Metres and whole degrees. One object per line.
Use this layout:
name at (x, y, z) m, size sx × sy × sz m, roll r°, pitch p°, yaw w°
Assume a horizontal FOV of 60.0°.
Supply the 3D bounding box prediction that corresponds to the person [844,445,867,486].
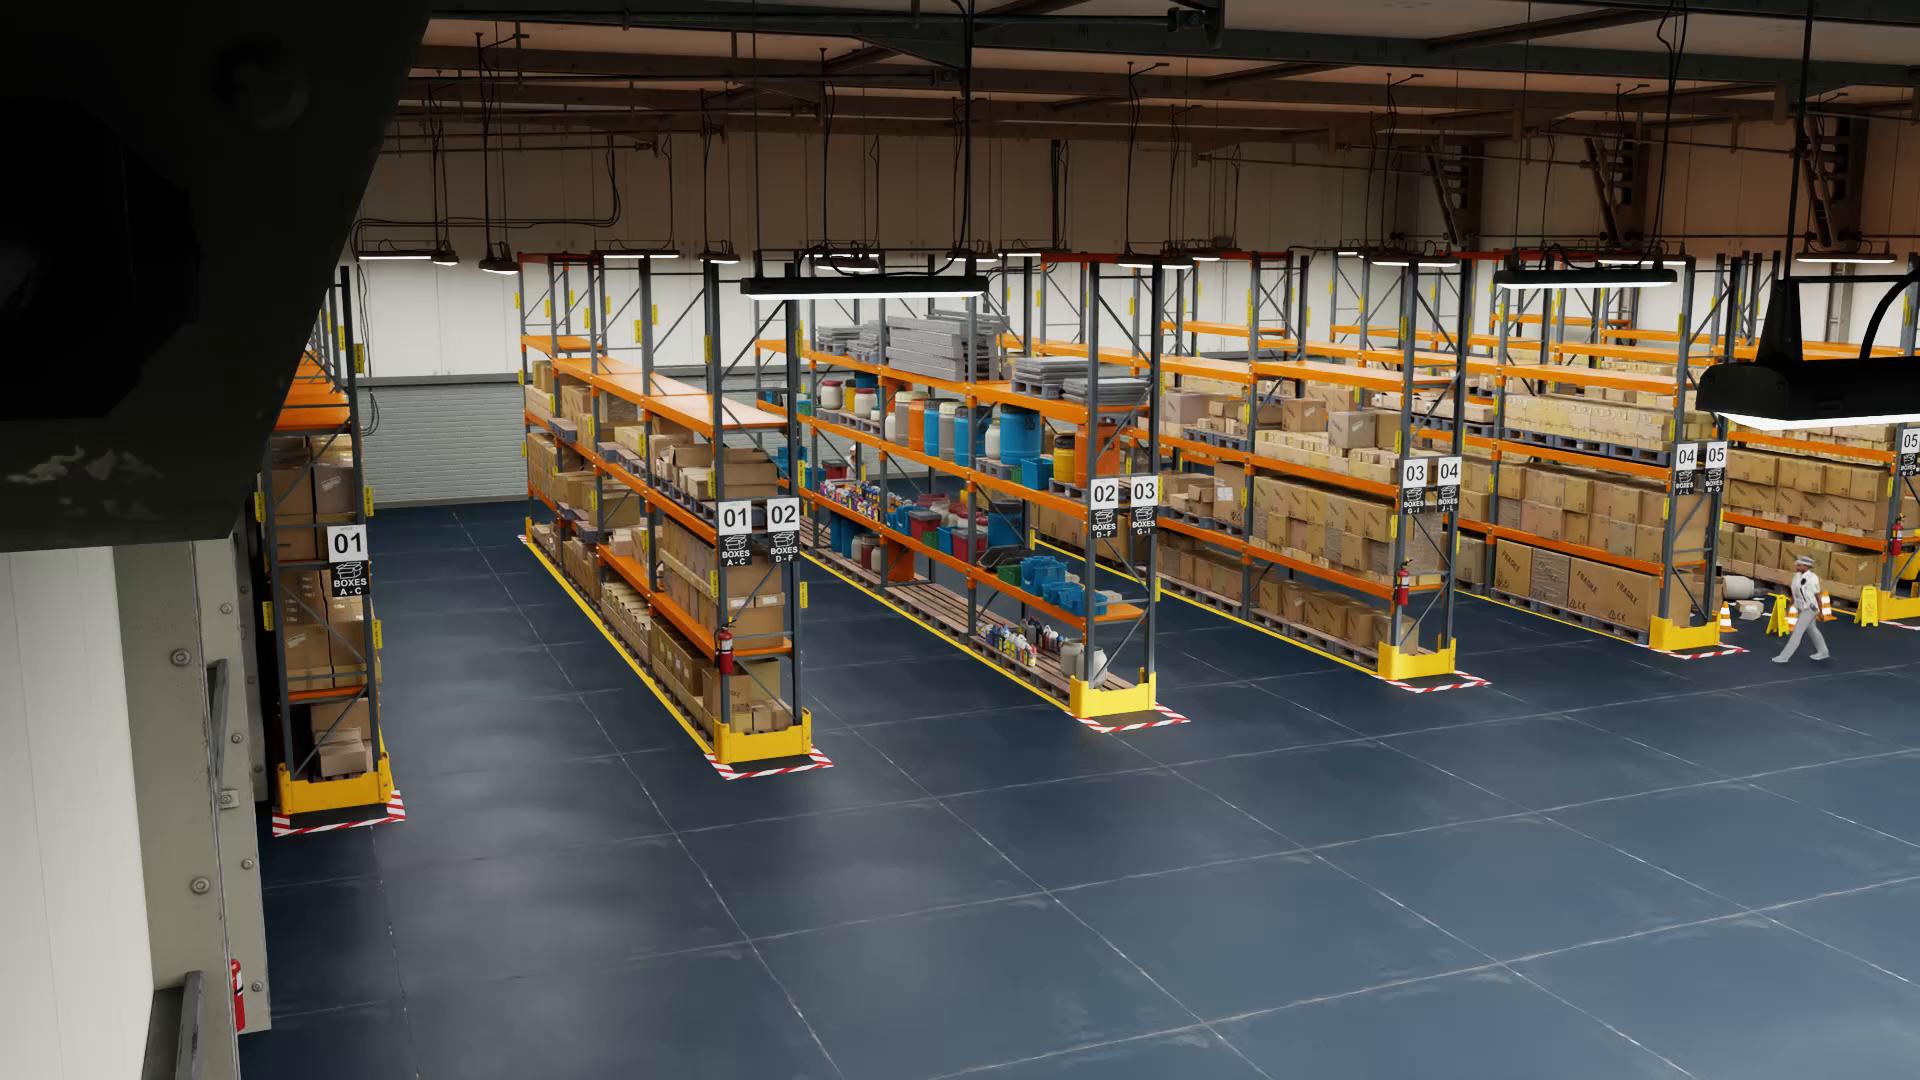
person at (-2.414, -1.339, 37.721) m, size 0.686 × 1.680 × 0.671 m, roll -3°, pitch 11°, yaw -15°

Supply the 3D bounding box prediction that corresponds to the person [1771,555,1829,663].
person at (12.604, 1.013, 24.868) m, size 1.007 × 1.604 × 0.493 m, roll -1°, pitch 10°, yaw -7°

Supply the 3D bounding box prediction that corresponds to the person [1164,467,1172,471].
person at (4.357, -0.728, 34.597) m, size 0.456 × 1.595 × 0.439 m, roll -2°, pitch 11°, yaw -12°
